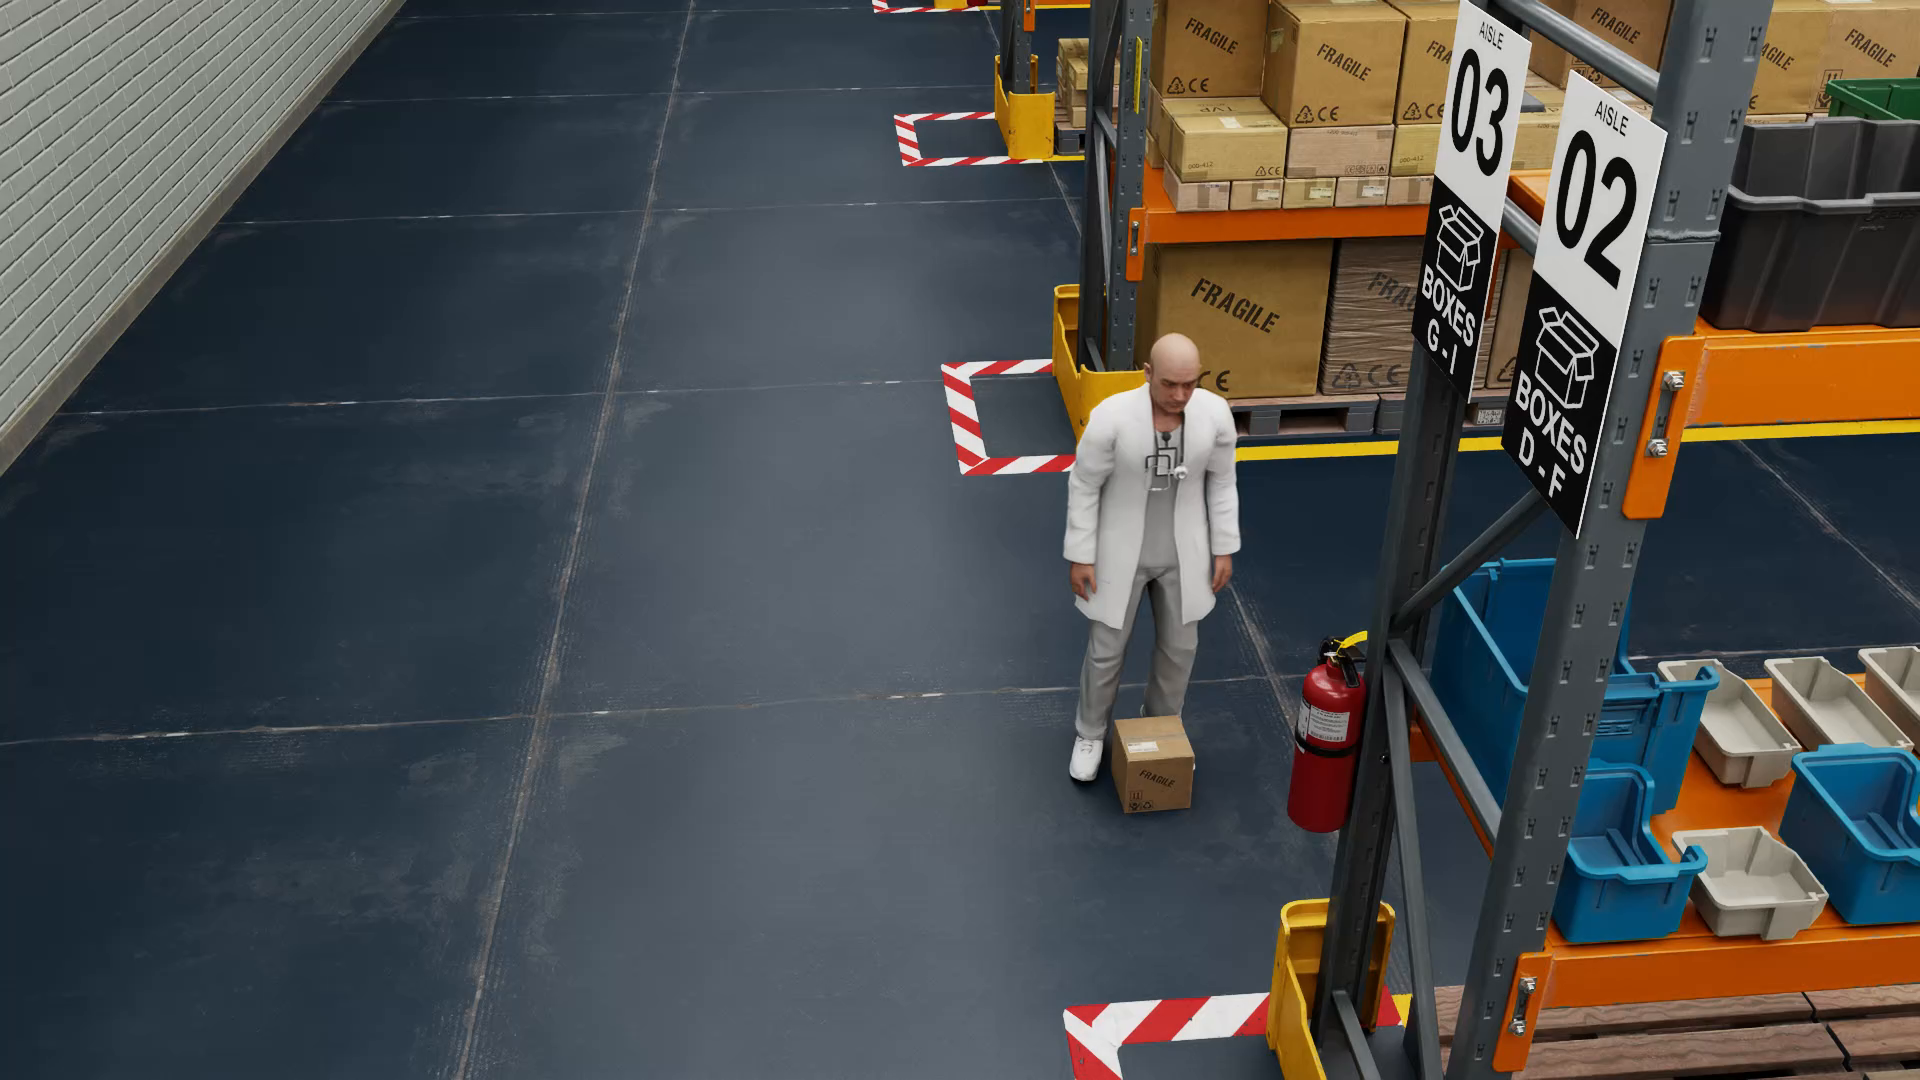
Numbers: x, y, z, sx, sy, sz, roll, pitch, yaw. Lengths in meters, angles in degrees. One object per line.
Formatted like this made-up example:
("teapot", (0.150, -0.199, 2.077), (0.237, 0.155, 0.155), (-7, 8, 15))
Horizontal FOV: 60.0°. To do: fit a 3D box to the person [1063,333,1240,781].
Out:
("person", (0.696, 0.056, 6.053), (0.653, 1.774, 0.416), (-3, 31, -6))
